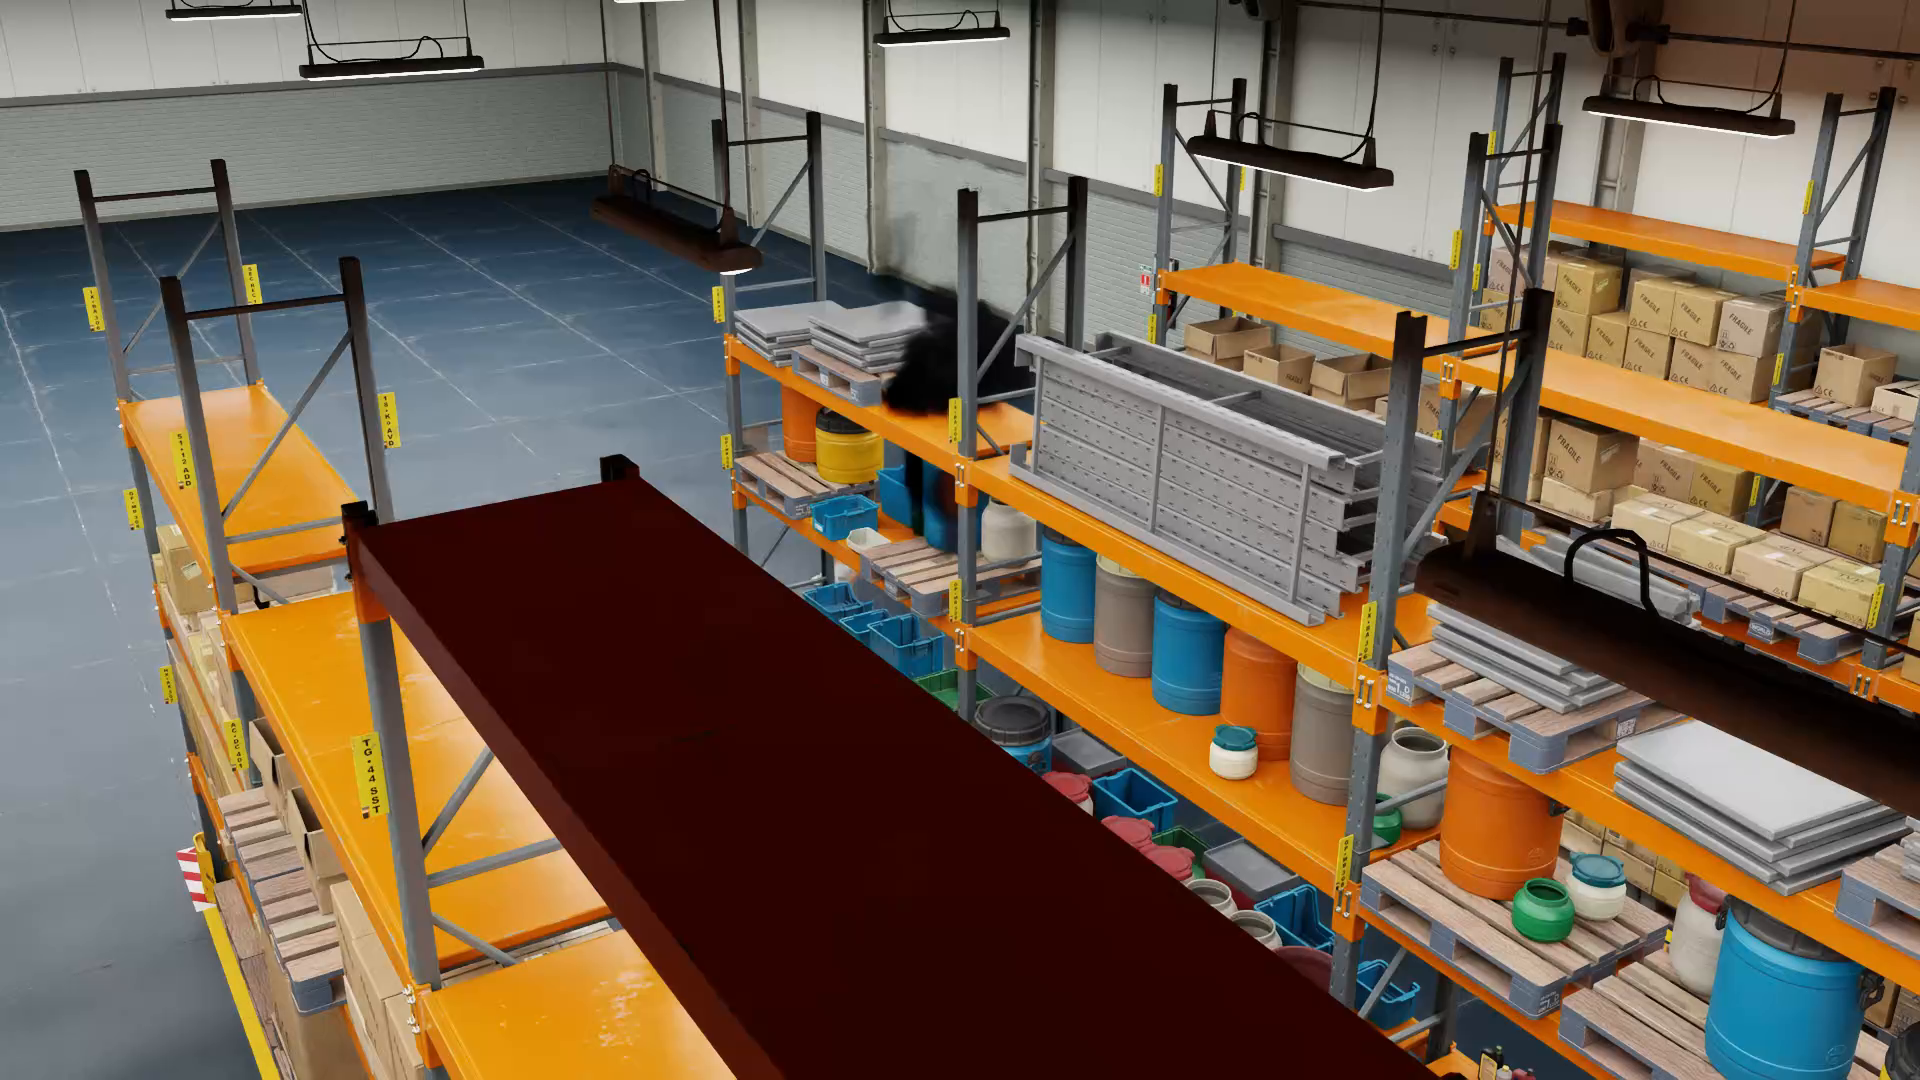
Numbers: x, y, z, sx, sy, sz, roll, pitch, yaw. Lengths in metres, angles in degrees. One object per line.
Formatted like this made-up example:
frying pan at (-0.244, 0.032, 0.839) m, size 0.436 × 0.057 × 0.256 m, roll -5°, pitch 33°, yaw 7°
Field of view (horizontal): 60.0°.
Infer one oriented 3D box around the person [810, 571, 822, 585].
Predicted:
person at (-1.364, -0.307, 19.823) m, size 0.935 × 1.778 × 0.718 m, roll -1°, pitch 22°, yaw -3°

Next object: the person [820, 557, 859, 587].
person at (-1.292, 0.701, 17.504) m, size 0.534 × 1.611 × 0.612 m, roll 5°, pitch 22°, yaw 12°
